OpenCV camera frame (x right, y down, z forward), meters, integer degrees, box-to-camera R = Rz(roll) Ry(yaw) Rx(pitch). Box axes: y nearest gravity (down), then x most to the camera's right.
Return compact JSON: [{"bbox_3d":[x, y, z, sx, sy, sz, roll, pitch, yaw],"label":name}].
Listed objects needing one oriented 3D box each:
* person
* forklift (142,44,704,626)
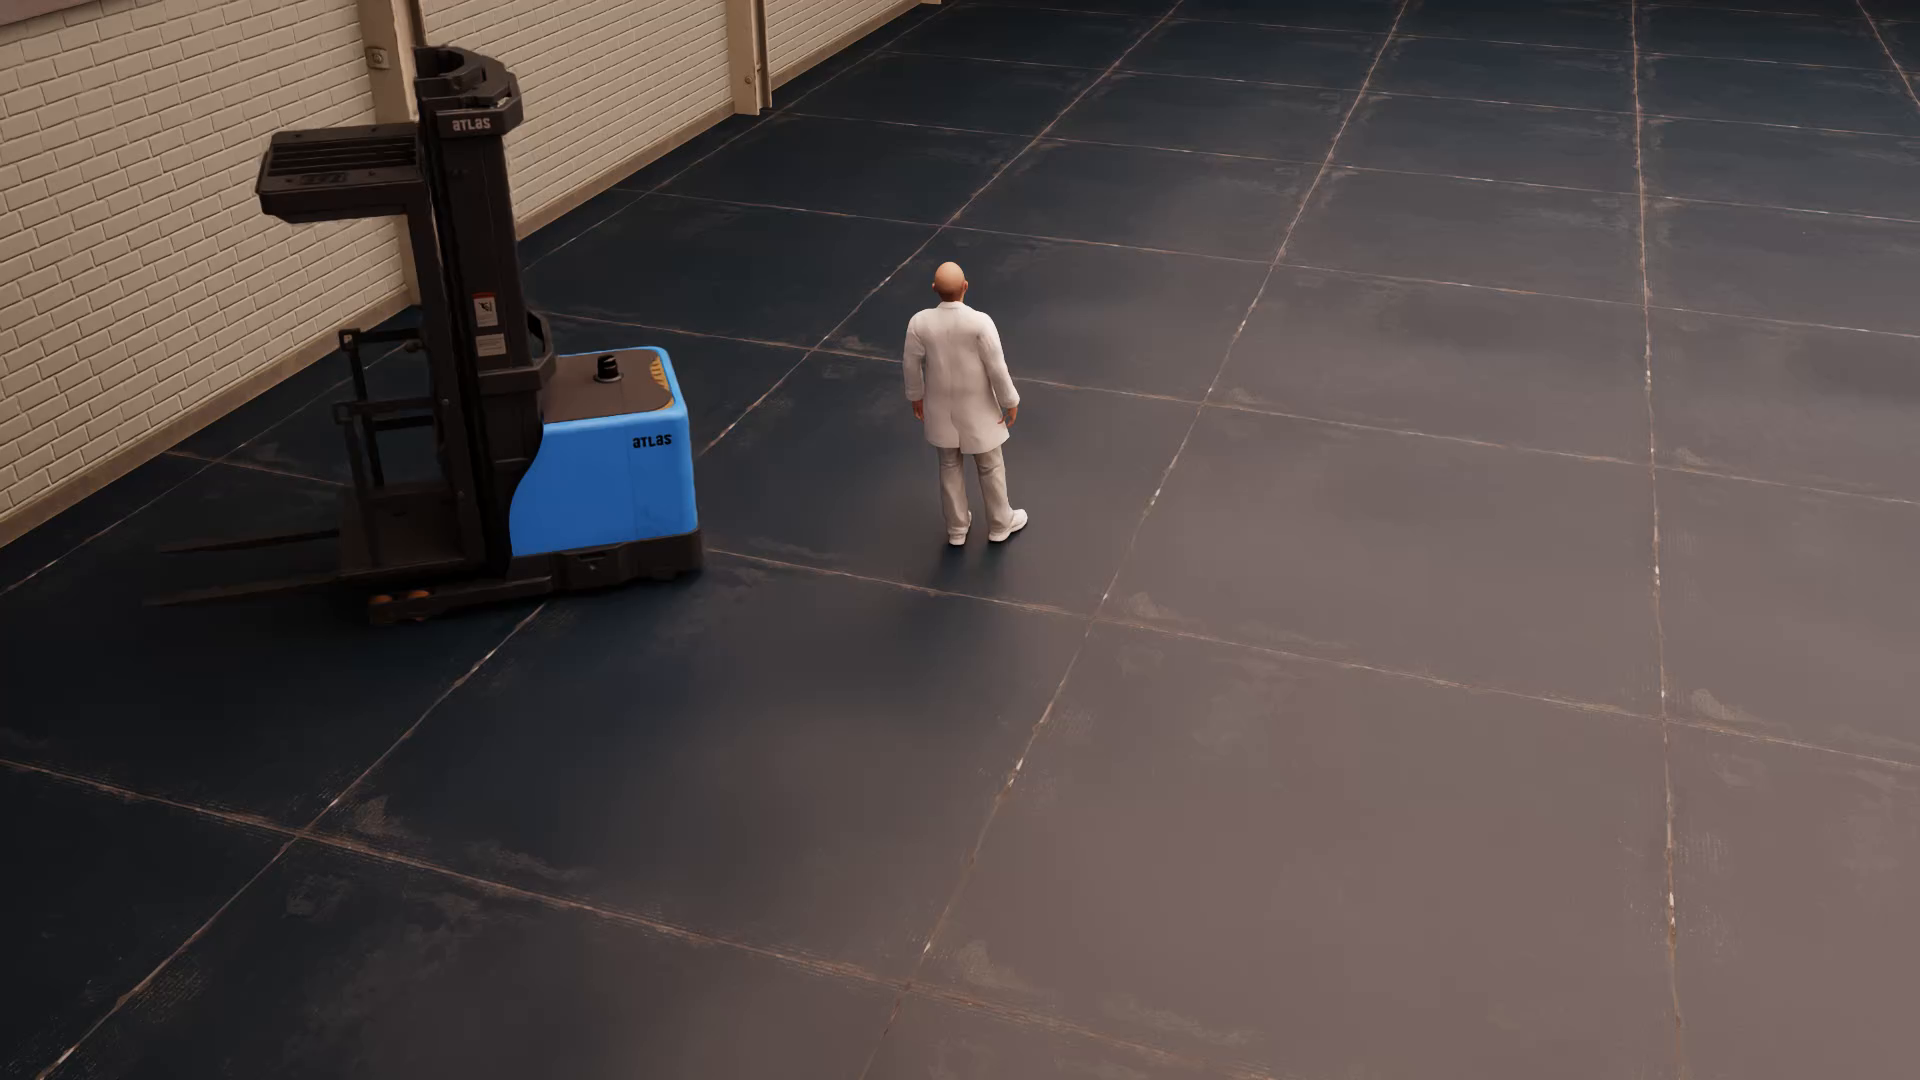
[{"bbox_3d":[0.034,-0.820,9.725,0.696,1.776,0.581,10,31,16],"label":"person"},{"bbox_3d":[-3.077,-1.088,9.046,3.031,2.935,1.130,-8,31,-14],"label":"forklift"}]
